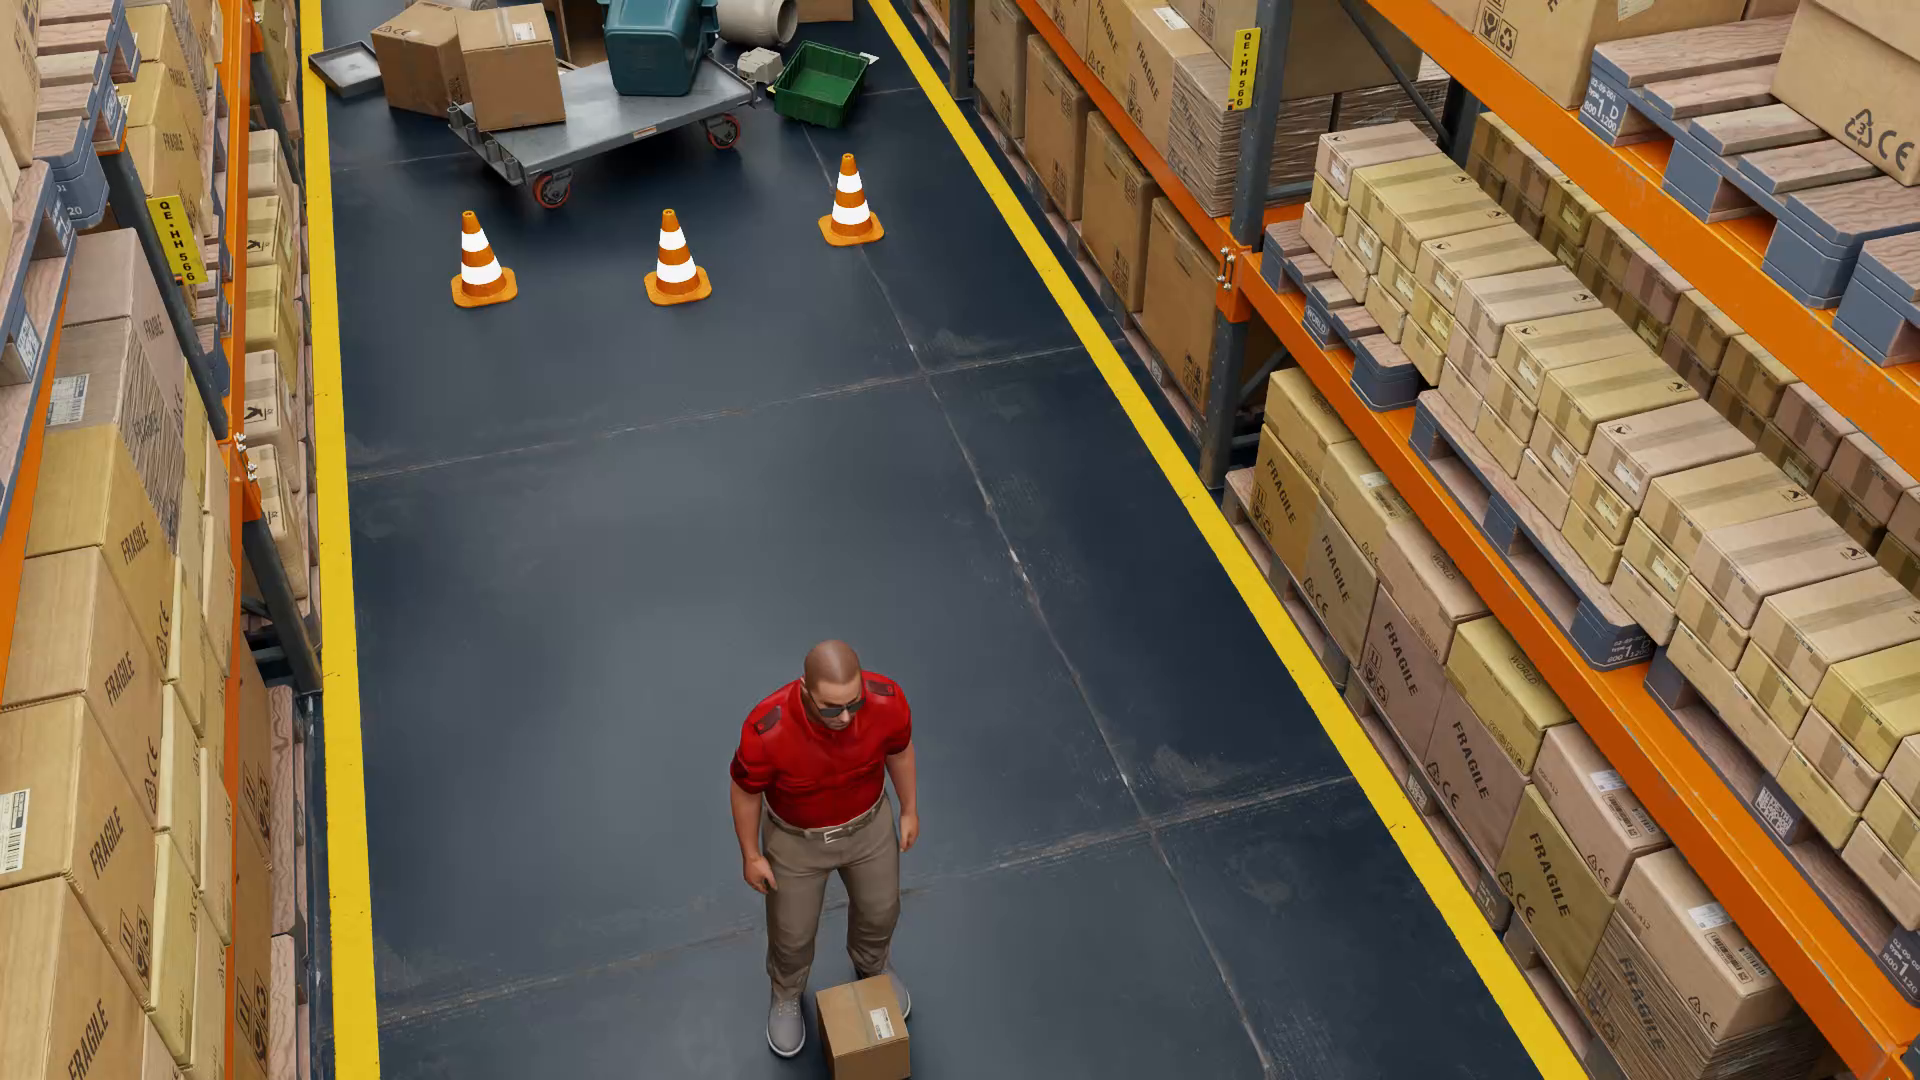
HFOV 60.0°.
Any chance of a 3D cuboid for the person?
[{"bbox_3d":[-0.400,0.915,5.154,0.594,1.725,0.390,-14,44,-15],"label":"person"}]
